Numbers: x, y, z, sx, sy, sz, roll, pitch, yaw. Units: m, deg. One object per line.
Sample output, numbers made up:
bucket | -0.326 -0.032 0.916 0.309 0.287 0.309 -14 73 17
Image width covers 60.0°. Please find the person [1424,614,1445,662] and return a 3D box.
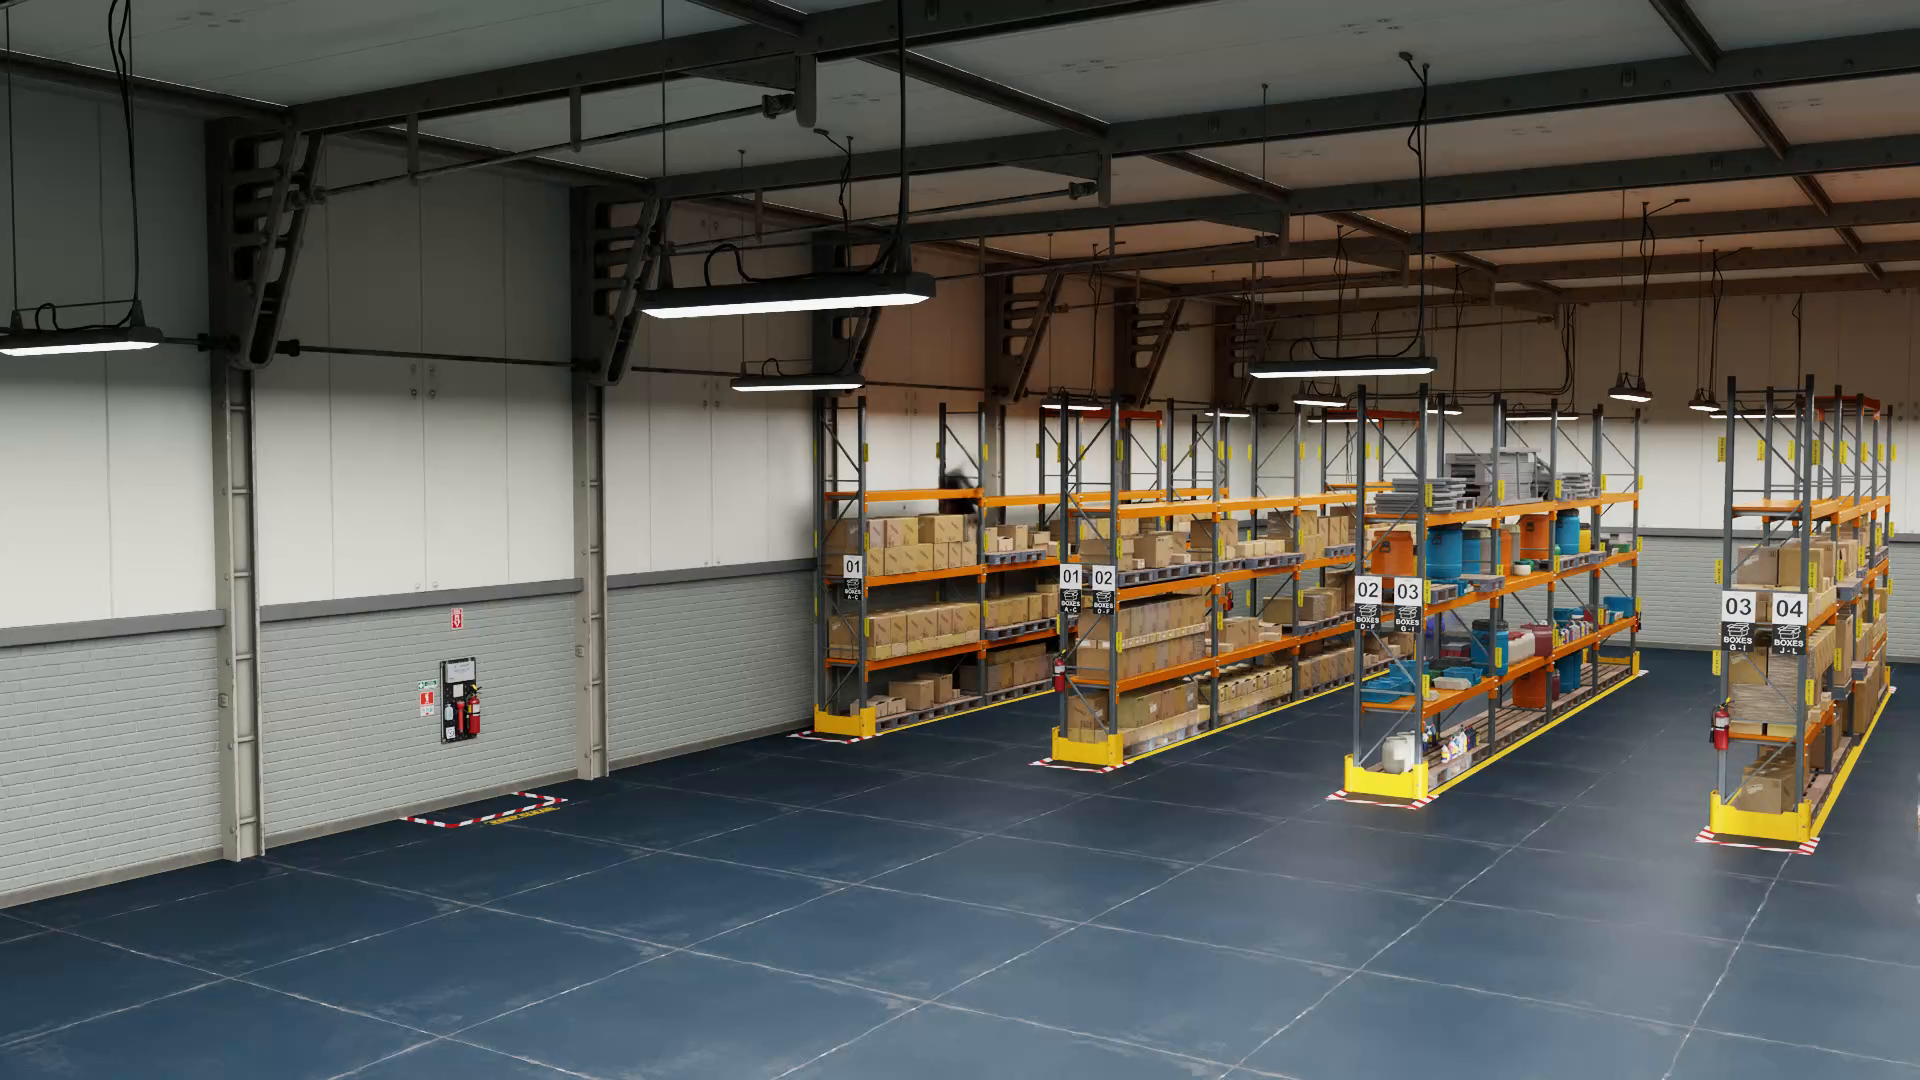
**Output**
person | 10.211 2.267 35.971 0.575 1.644 0.921 2 3 27
